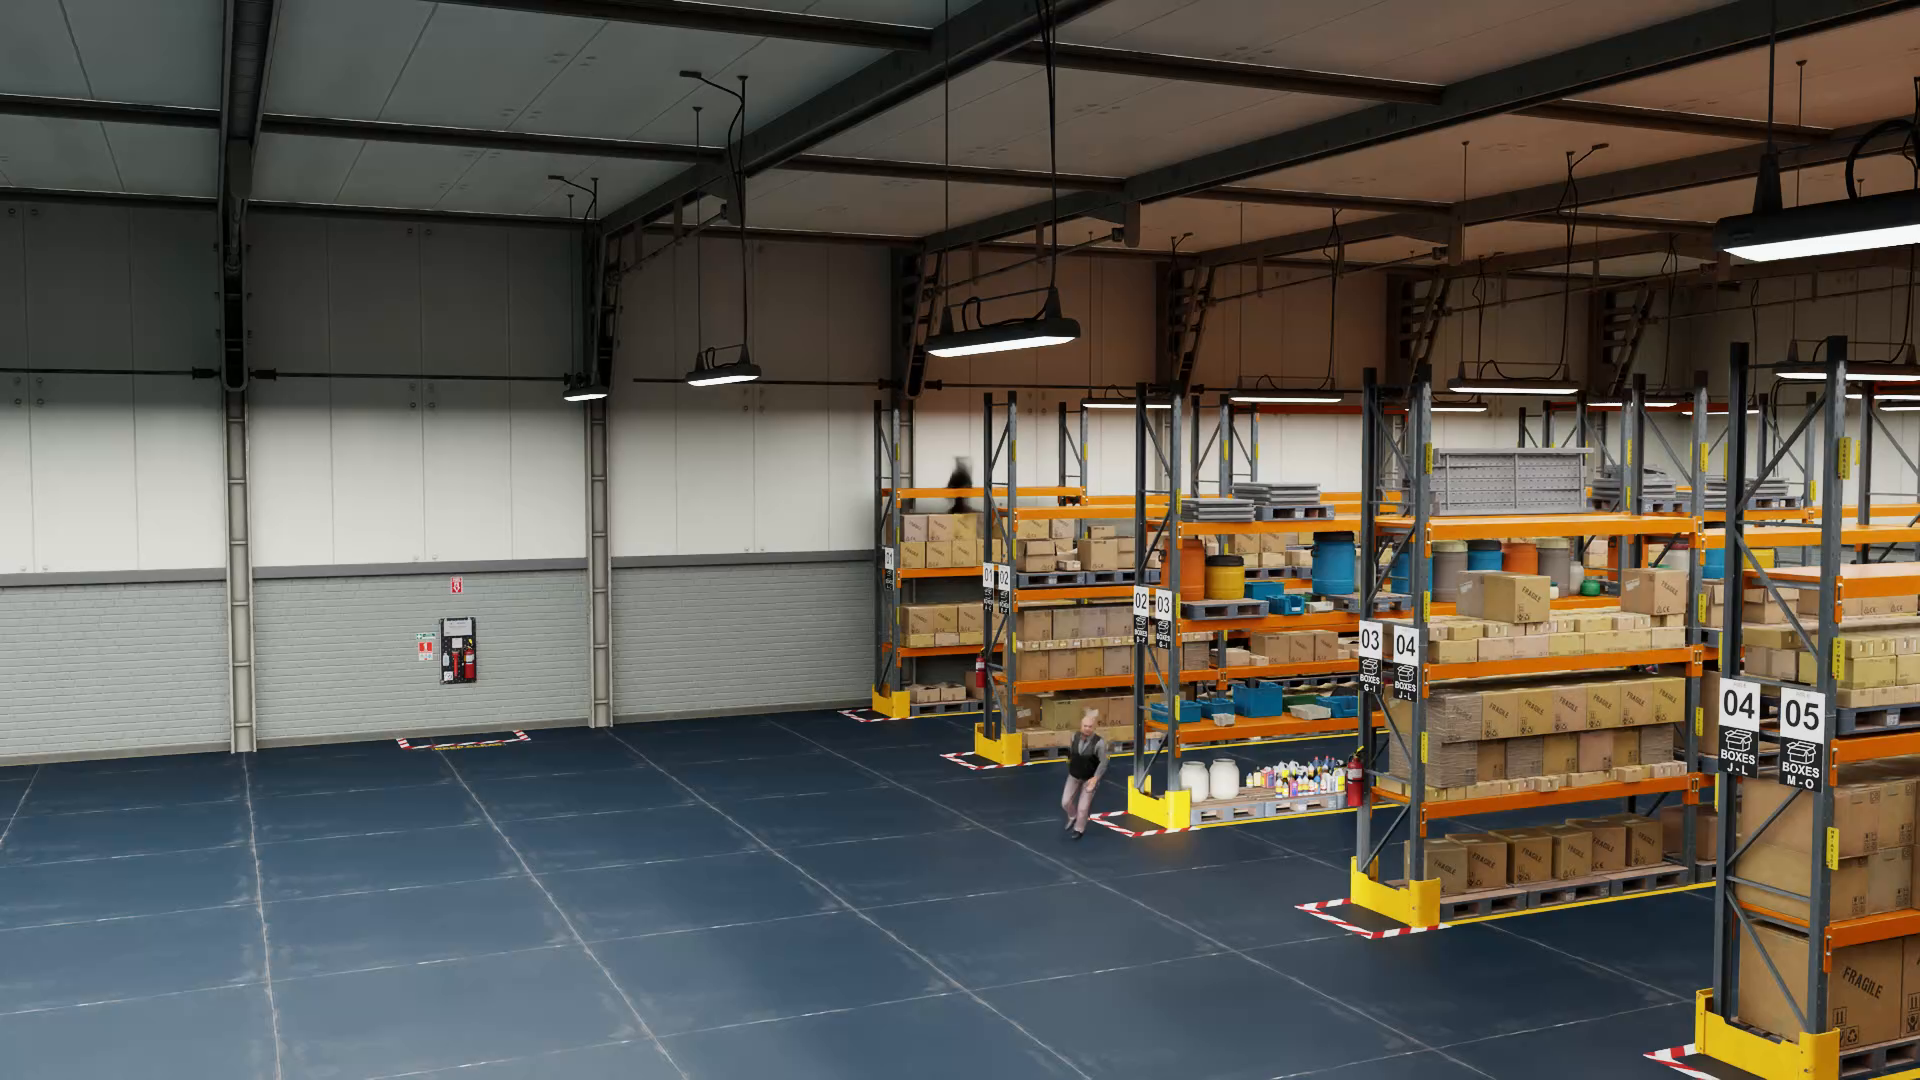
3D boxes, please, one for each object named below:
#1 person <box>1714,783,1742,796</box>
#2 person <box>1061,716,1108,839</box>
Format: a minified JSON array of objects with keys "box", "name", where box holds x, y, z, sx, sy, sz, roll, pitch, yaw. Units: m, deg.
[{"box":[11.170,2.944,24.191,0.659,1.612,0.608,-1,3,-14],"name":"person"},{"box":[1.624,3.078,21.552,0.677,1.650,0.726,1,4,23],"name":"person"}]
